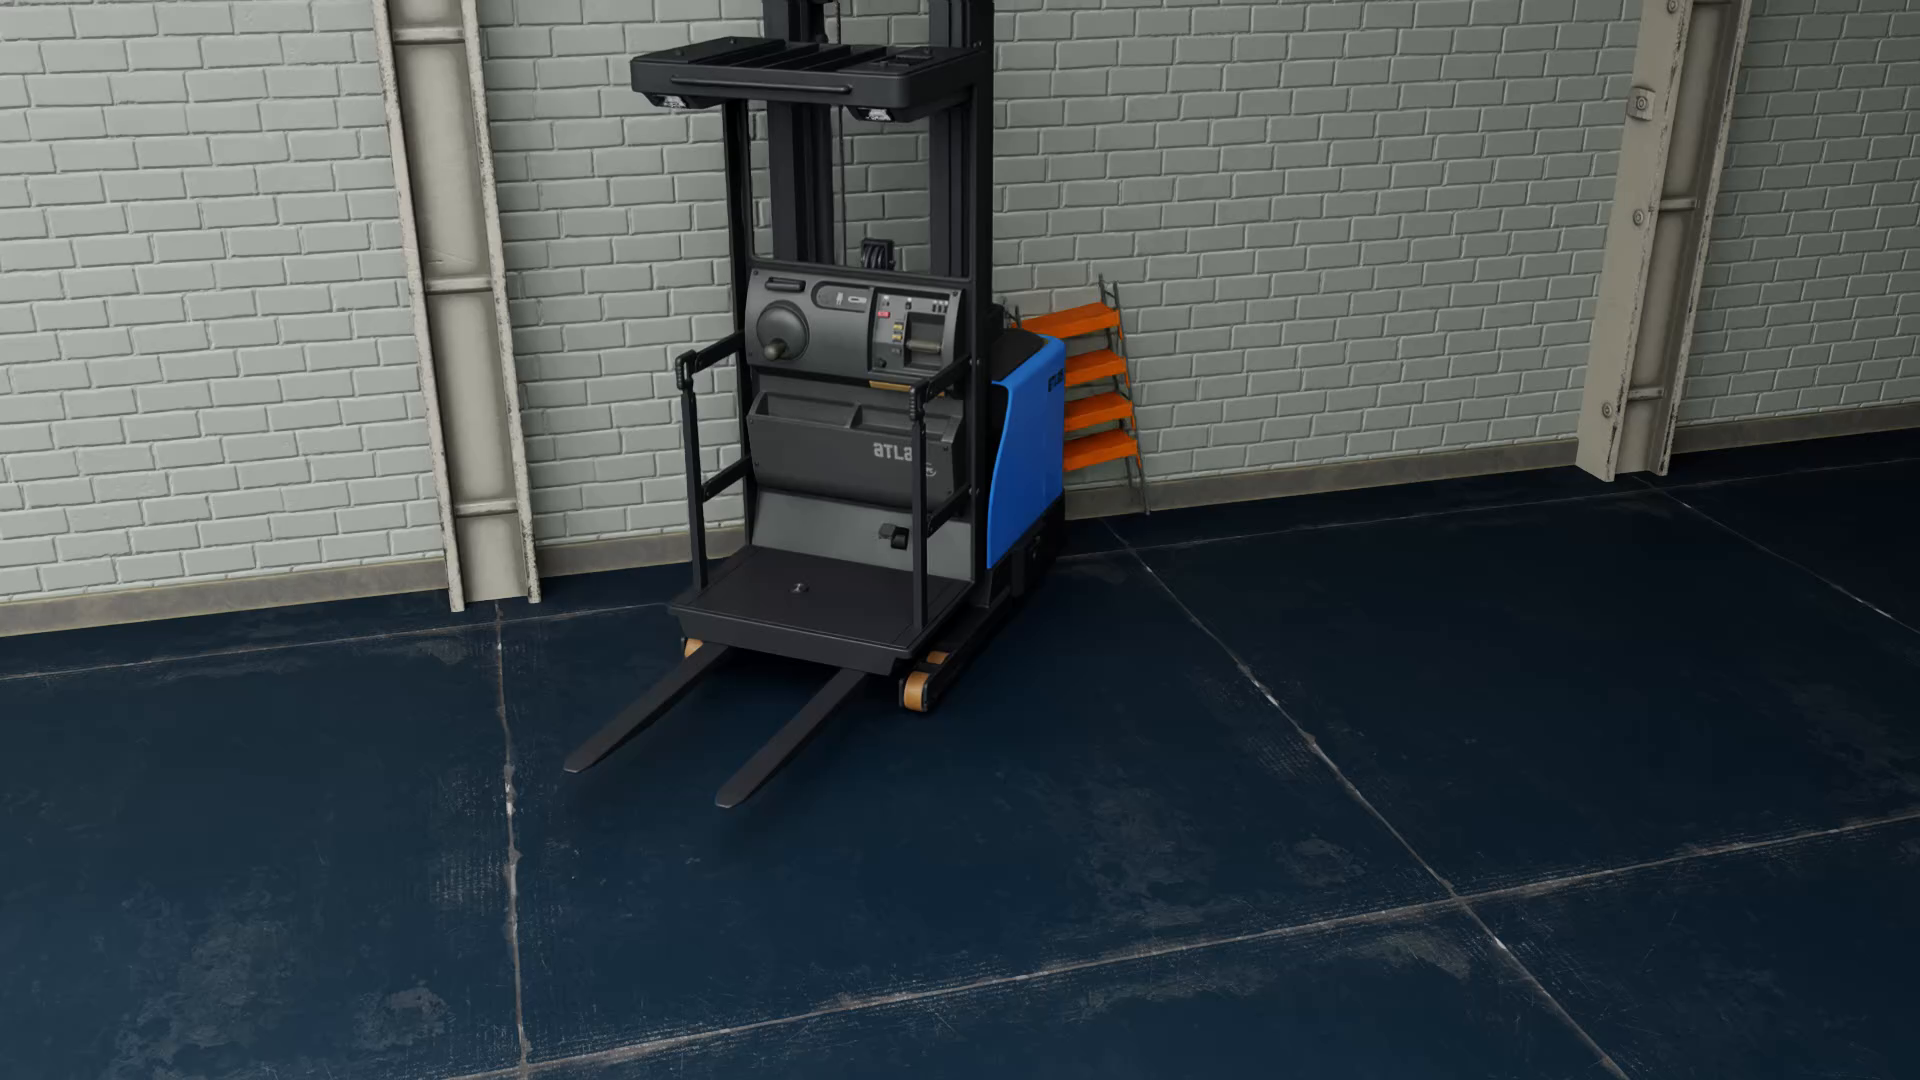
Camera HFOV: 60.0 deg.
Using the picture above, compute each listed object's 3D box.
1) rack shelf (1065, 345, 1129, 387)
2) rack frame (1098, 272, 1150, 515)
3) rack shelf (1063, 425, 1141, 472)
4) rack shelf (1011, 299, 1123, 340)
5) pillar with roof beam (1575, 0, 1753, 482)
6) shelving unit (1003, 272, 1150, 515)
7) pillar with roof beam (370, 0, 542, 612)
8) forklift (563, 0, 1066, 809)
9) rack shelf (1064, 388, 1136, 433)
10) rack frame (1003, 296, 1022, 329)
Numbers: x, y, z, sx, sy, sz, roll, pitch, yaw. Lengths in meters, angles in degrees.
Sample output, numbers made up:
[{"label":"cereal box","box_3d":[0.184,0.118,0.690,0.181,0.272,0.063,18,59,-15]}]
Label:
[{"label":"rack shelf","box_3d":[0.546,-0.790,8.066,0.480,0.148,0.258,-15,23,-9]},{"label":"rack frame","box_3d":[0.806,-0.710,8.165,0.015,1.200,0.240,-15,23,-9]},{"label":"rack shelf","box_3d":[0.620,-0.407,8.228,0.480,0.148,0.258,-15,23,-9]},{"label":"rack shelf","box_3d":[0.505,-1.005,7.975,0.480,0.148,0.258,-15,23,-9]},{"label":"pillar with roof beam","box_3d":[4.799,-2.895,3.584,0.400,9.000,9.100,-6,24,-14]},{"label":"shelving unit","box_3d":[0.573,-0.648,8.126,0.503,1.200,0.258,-15,23,-9]},{"label":"pillar with roof beam","box_3d":[-0.978,-2.256,2.094,0.400,9.000,9.100,-6,24,-14]},{"label":"forklift","box_3d":[-0.515,-0.845,6.503,1.130,2.935,3.031,9,25,20]},{"label":"rack shelf","box_3d":[0.585,-0.587,8.152,0.480,0.148,0.258,-15,23,-9]},{"label":"rack frame","box_3d":[0.340,-0.587,8.087,0.015,1.200,0.240,-15,23,-9]}]
